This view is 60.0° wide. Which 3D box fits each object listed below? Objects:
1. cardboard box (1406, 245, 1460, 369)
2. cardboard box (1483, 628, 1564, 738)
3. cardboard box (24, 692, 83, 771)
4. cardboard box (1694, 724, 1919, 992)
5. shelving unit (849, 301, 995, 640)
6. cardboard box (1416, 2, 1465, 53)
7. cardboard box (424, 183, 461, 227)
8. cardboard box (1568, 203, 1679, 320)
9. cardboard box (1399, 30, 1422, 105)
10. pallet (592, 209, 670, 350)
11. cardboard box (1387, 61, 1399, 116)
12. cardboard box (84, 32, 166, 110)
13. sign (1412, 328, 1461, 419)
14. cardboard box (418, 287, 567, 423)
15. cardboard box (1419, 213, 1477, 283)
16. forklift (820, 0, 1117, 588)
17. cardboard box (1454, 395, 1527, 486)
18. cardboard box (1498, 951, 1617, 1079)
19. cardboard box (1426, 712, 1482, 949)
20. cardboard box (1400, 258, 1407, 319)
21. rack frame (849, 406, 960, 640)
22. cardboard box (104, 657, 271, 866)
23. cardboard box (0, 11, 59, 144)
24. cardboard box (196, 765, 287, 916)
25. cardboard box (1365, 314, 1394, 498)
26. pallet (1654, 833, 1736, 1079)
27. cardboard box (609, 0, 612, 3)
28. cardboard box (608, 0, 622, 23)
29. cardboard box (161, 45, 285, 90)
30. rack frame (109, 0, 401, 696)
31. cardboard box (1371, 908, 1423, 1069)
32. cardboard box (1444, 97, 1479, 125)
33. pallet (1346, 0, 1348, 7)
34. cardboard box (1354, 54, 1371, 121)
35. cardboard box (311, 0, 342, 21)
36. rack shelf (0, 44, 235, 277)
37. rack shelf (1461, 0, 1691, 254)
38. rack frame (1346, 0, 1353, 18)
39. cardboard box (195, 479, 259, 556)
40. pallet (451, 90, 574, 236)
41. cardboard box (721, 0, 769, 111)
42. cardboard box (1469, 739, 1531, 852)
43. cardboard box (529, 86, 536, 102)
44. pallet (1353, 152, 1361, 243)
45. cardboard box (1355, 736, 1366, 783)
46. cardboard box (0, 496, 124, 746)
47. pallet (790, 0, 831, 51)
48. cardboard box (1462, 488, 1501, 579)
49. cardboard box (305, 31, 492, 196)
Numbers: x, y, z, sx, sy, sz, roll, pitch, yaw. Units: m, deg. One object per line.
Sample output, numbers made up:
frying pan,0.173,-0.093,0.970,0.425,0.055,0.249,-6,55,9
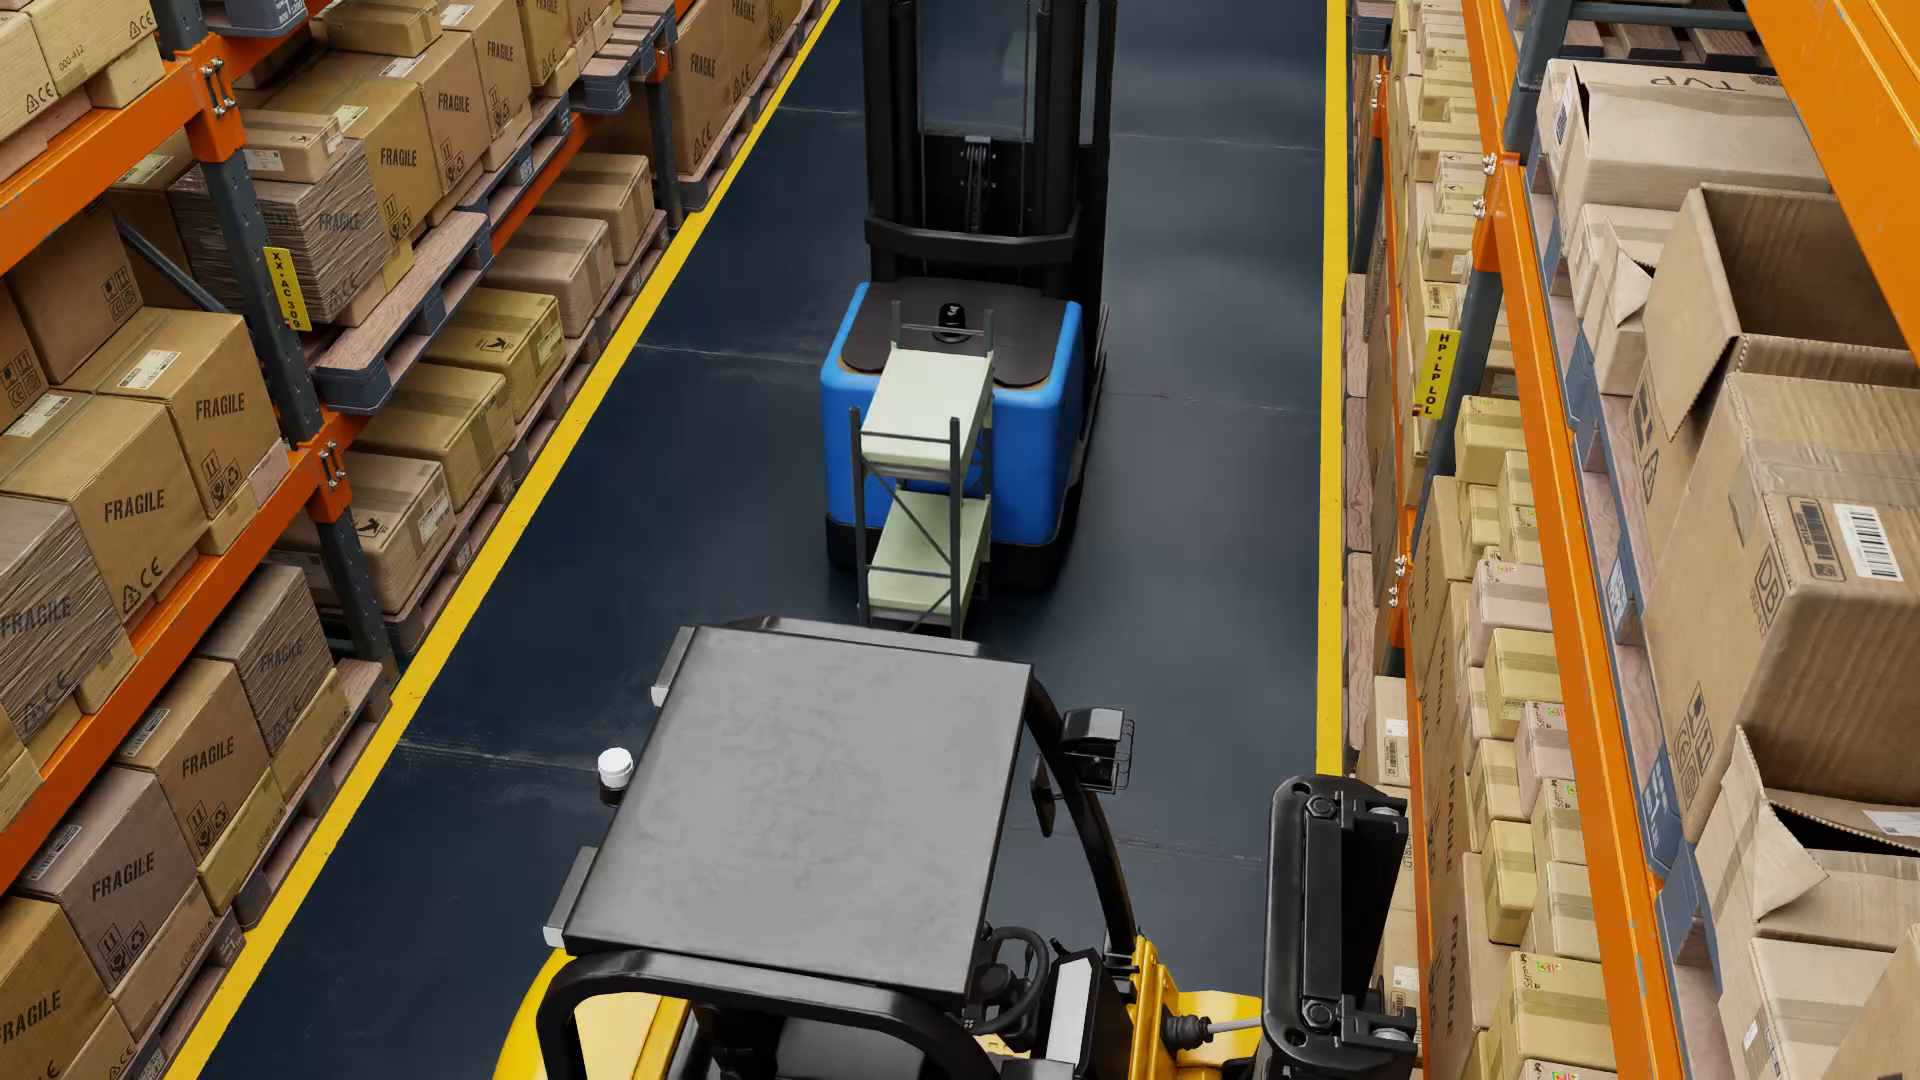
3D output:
cardboard box,1.934,-0.839,6.136,0.500,0.250,0.500,5,40,7
cardboard box,1.516,0.371,4.126,0.380,0.149,0.250,6,40,7
cardboard box,-2.872,0.538,4.942,0.380,0.149,0.250,6,40,7
cardboard box,1.215,0.449,2.197,0.396,0.266,0.258,6,40,8
shelving unit,-0.134,-0.103,6.698,0.431,1.500,0.755,7,40,8
cardboard box,2.302,-2.344,7.644,0.380,0.149,0.250,7,40,9
cardboard box,-2.352,-1.465,7.036,0.380,0.149,0.250,7,40,8
cardboard box,1.510,-0.574,3.525,0.380,0.149,0.250,8,40,9
cardboard box,2.306,-2.124,7.690,0.500,0.250,0.500,8,40,9
pallet,-2.315,-1.535,9.441,1.003,0.211,1.213,6,40,8
cardboard box,2.394,-2.245,8.230,0.500,0.250,0.500,7,40,8
cardboard box,-2.624,-1.417,4.953,0.380,0.149,0.250,7,40,8
sign,1.483,-0.514,5.171,0.100,0.325,0.005,6,40,8
cardboard box,-2.542,-0.956,8.285,0.950,0.372,0.625,8,40,9
cardboard box,1.896,-1.063,6.094,0.380,0.149,0.250,5,40,6
forklift,0.163,-1.859,7.698,1.130,2.935,3.031,7,40,8
cardboard box,1.672,-0.280,4.914,0.380,0.149,0.250,7,40,9
cardboard box,1.304,1.003,3.362,0.380,0.149,0.250,7,40,9
cardboard box,1.525,0.813,4.334,0.500,0.500,0.500,6,40,7
cardboard box,2.046,-0.956,6.670,0.500,0.250,0.500,7,40,8
rack frame,-0.198,0.126,6.420,0.400,1.500,0.023,7,40,8
cardboard box,-2.794,0.740,5.741,0.500,0.500,0.500,7,40,8
cardboard box,-2.768,-1.178,4.351,0.500,0.250,0.500,6,40,7
cardboard box,-2.790,1.044,5.961,0.500,0.250,0.500,5,40,6
cardboard box,2.368,-0.578,7.629,0.875,0.625,0.625,5,40,6
pallet,1.475,0.903,2.019,1.003,0.211,1.213,6,40,8
cardboard box,-1.983,-3.099,8.503,0.500,0.500,0.500,5,40,6
cardboard box,-1.978,-2.757,8.598,0.380,0.149,0.250,7,40,8
cardboard box,-2.906,-1.903,6.547,0.380,0.149,0.250,5,40,6
rack frame,-2.870,-0.589,6.109,1.000,3.000,0.127,6,40,8
cardboard box,1.453,1.370,4.782,0.500,0.250,0.500,8,40,9
cardboard box,2.203,-1.691,6.853,0.380,0.149,0.250,6,40,8
pallet,3.523,-4.421,12.932,1.003,0.211,1.213,6,40,8
cardboard box,2.829,-3.012,10.671,0.500,0.500,0.500,5,40,6
cardboard box,-2.747,-2.183,7.395,0.500,0.500,0.500,5,40,6
rack shelf,-3.216,-0.213,3.864,1.077,0.370,4.000,6,40,8
rack shelf,2.365,-2.178,6.241,1.077,0.370,4.000,6,40,8
rack frame,3.404,-5.065,11.522,1.000,3.000,0.127,6,40,8
cardboard box,-2.662,-0.100,5.714,0.380,0.149,0.250,7,40,9
pallet,-2.480,-1.779,7.698,1.003,0.211,1.213,6,40,8
cardboard box,-1.818,-3.426,10.878,0.875,0.875,0.875,7,40,8
cardboard box,1.455,0.638,4.037,0.380,0.149,0.250,5,40,6
cardboard box,-2.230,-2.119,7.826,0.380,0.149,0.250,7,40,8
pallet,2.878,-1.944,9.936,1.003,0.211,1.213,6,40,8
cardboard box,1.632,0.930,5.707,0.500,0.250,0.500,6,40,7
cardboard box,-2.870,0.214,4.826,0.500,0.500,0.500,7,40,9
pallet,-1.545,-4.043,12.474,1.003,0.211,1.213,6,40,8
cardboard box,1.662,0.001,4.807,0.380,0.149,0.250,7,40,9
cardboard box,-2.321,-1.790,6.920,0.500,0.500,0.500,6,40,7
